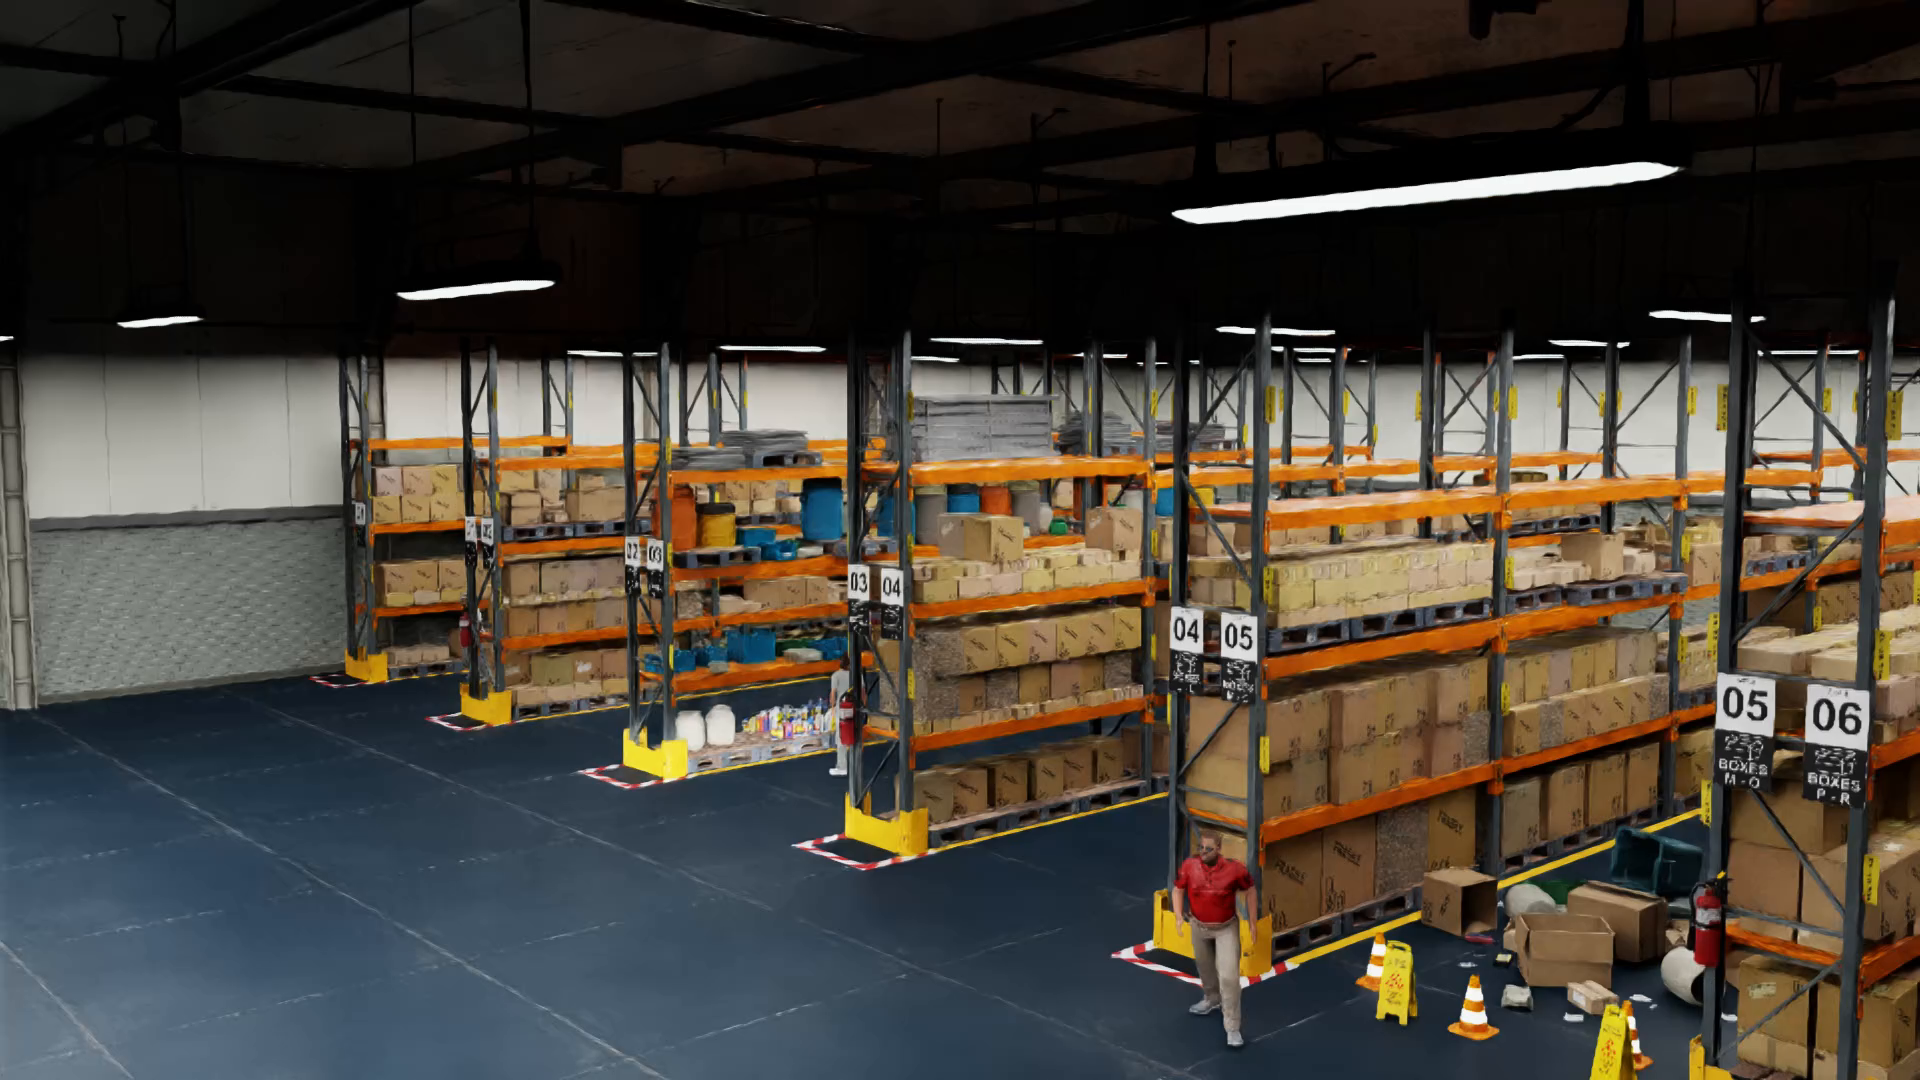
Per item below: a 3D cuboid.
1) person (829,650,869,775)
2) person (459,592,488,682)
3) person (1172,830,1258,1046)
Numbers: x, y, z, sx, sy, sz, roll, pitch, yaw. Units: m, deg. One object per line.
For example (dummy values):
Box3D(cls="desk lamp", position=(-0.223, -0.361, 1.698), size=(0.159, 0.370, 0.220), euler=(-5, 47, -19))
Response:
Box3D(cls="person", position=(-1.507, 2.303, 22.487), size=(0.563, 1.668, 0.569), euler=(-1, 5, -10))
Box3D(cls="person", position=(-8.649, 1.714, 29.584), size=(0.532, 1.625, 0.592), euler=(-5, 7, -43))
Box3D(cls="person", position=(2.081, 3.127, 13.423), size=(0.700, 1.659, 0.863), euler=(3, 6, 31))
